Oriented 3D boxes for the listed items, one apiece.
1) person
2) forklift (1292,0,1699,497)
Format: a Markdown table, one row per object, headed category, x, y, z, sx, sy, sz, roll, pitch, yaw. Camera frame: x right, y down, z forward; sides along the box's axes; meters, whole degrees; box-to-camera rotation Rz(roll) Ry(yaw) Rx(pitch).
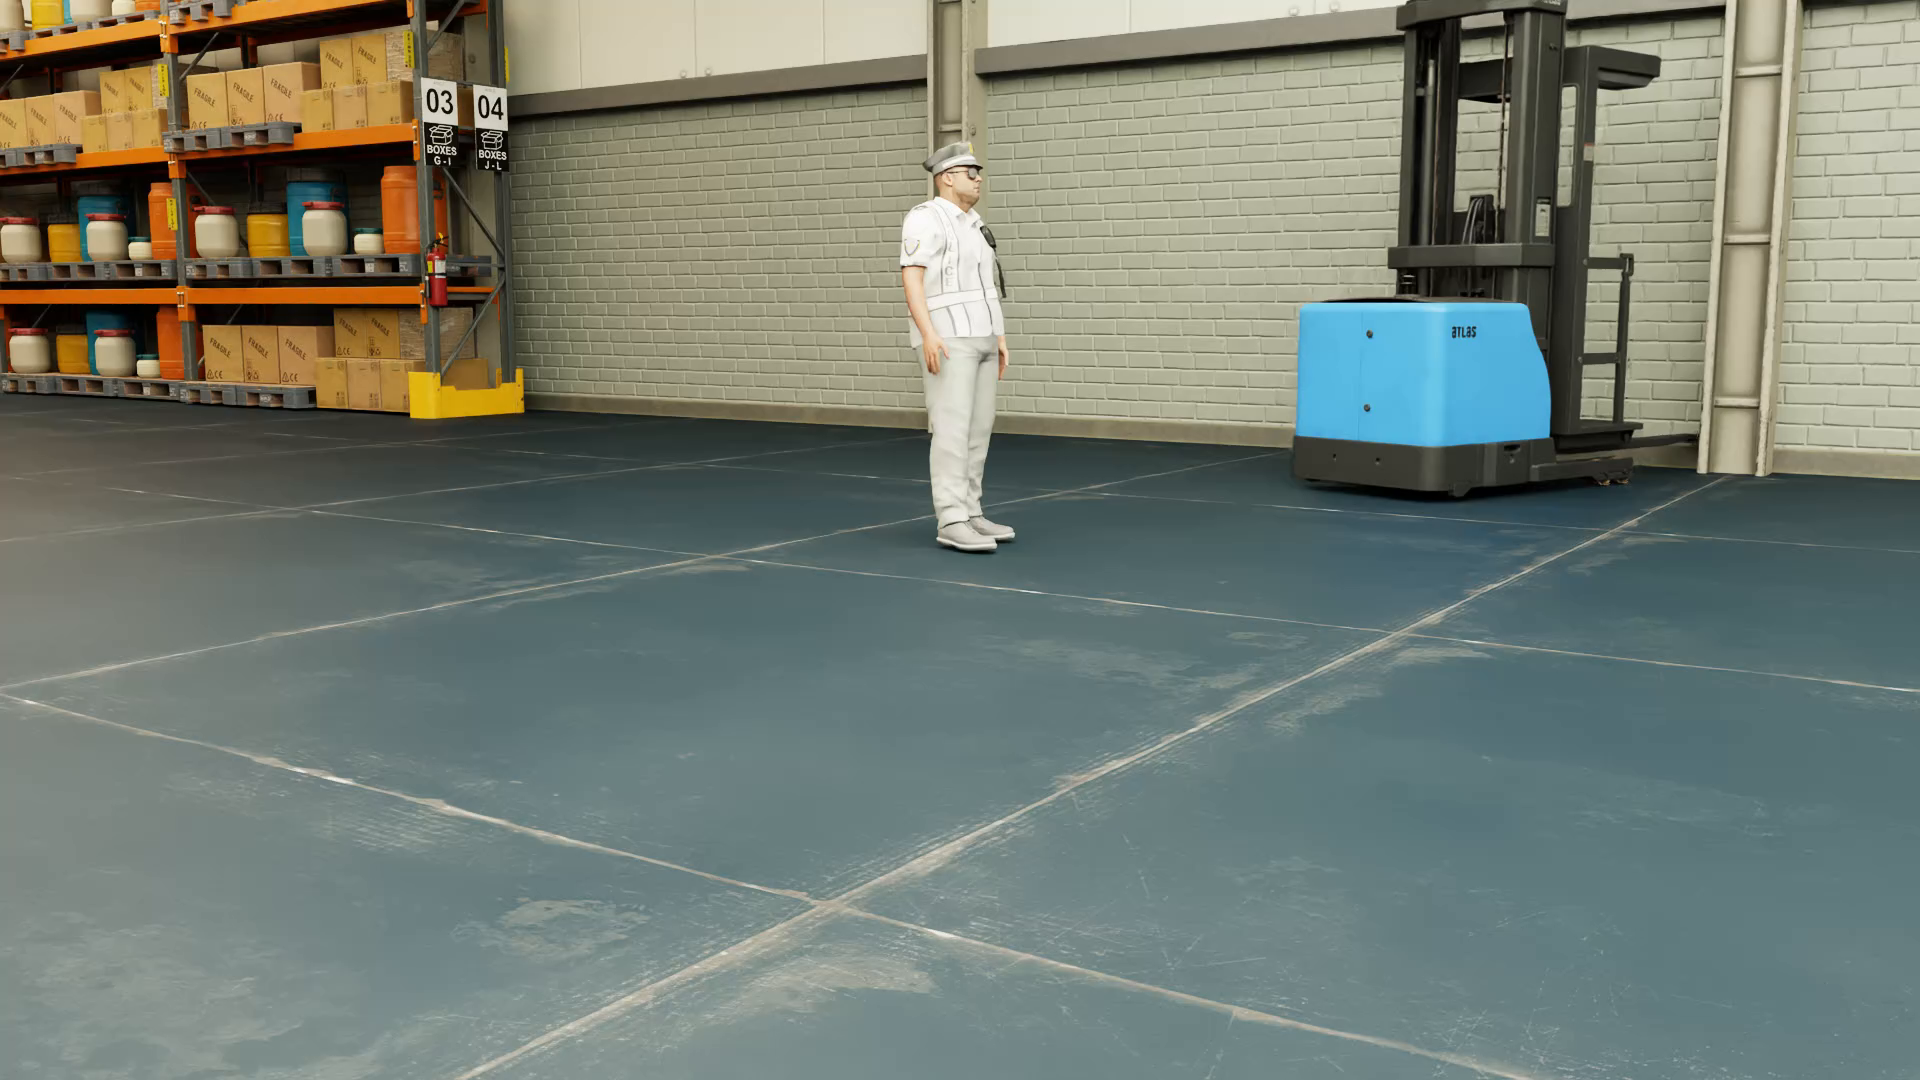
| category | x | y | z | sx | sy | sz | roll | pitch | yaw |
| --- | --- | --- | --- | --- | --- | --- | --- | --- | --- |
| person | 0.058 | -0.883 | 7.424 | 0.574 | 1.780 | 0.641 | 5 | 10 | 34 |
| forklift | 3.419 | -1.822 | 10.007 | 3.031 | 2.935 | 1.130 | -6 | 10 | -37 |
